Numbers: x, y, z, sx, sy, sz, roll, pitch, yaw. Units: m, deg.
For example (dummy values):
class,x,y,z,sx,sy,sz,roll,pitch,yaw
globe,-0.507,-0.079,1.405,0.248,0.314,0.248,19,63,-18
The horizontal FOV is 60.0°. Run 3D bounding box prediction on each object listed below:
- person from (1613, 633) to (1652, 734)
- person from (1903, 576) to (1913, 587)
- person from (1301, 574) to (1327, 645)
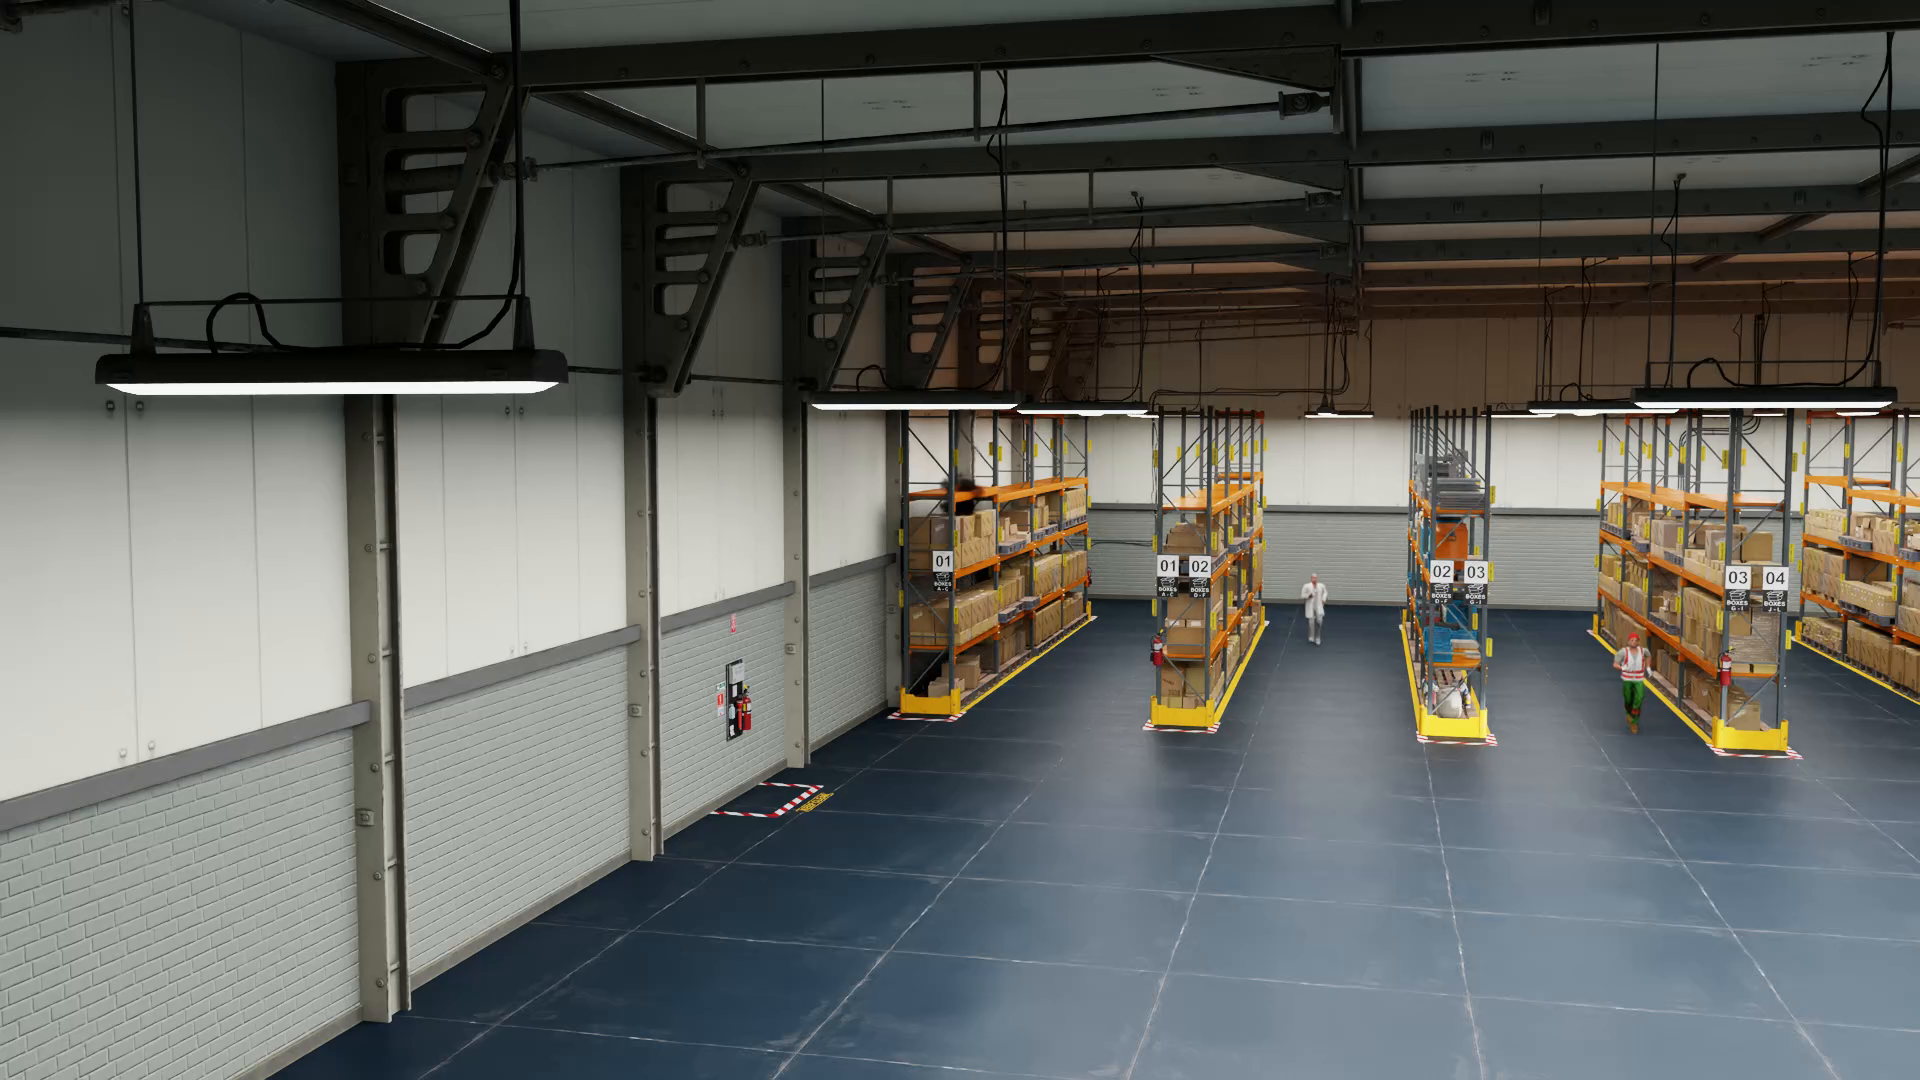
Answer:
class,x,y,z,sx,sy,sz,roll,pitch,yaw
person,12.467,2.633,30.833,0.689,1.849,0.912,1,4,14
person,25.135,1.819,43.937,0.850,1.540,0.549,1,4,16
person,9.097,1.786,42.667,0.685,1.813,0.750,0,4,5
